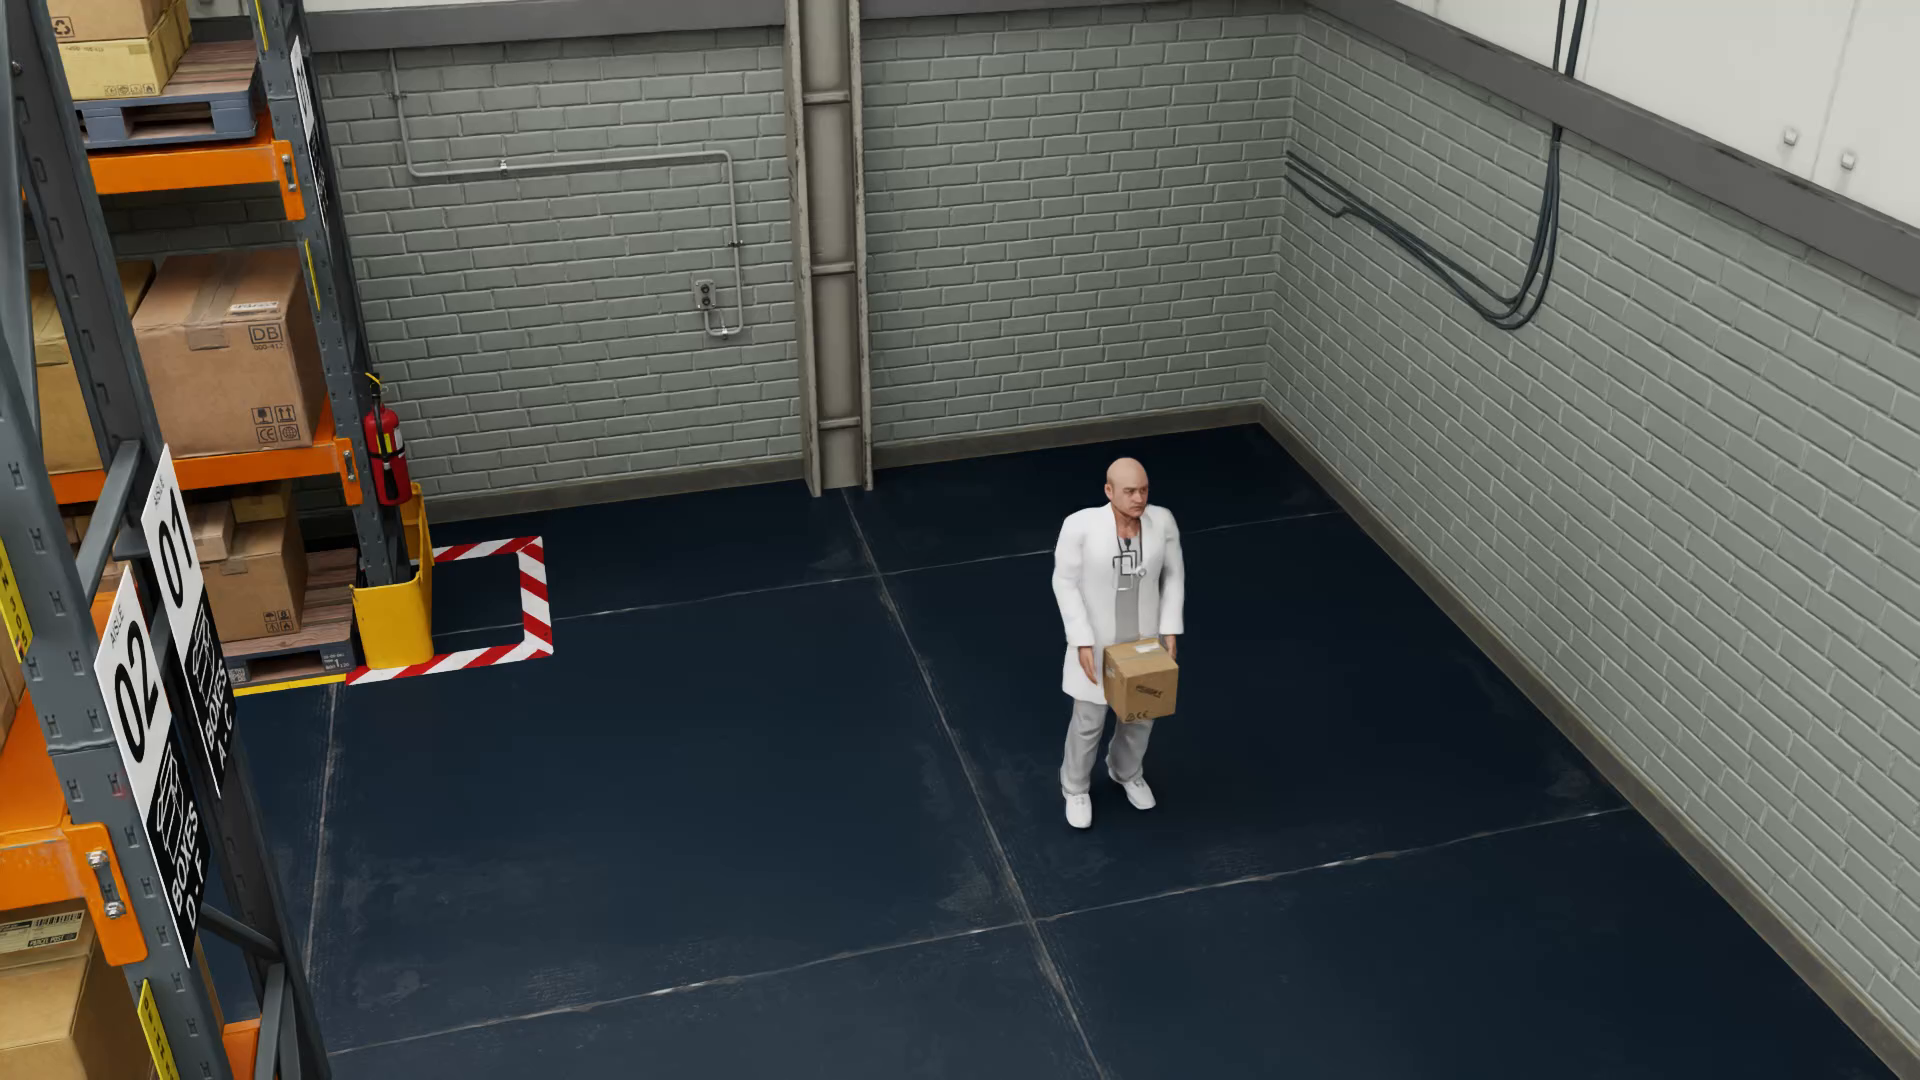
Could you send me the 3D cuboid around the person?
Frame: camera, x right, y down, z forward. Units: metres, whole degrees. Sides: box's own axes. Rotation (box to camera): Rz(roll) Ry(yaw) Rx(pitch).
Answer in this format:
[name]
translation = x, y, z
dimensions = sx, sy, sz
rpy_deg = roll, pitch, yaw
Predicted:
[person]
translation = 0.724, 0.464, 7.453
dimensions = 0.620, 1.775, 0.452
rpy_deg = -8, 31, -13
